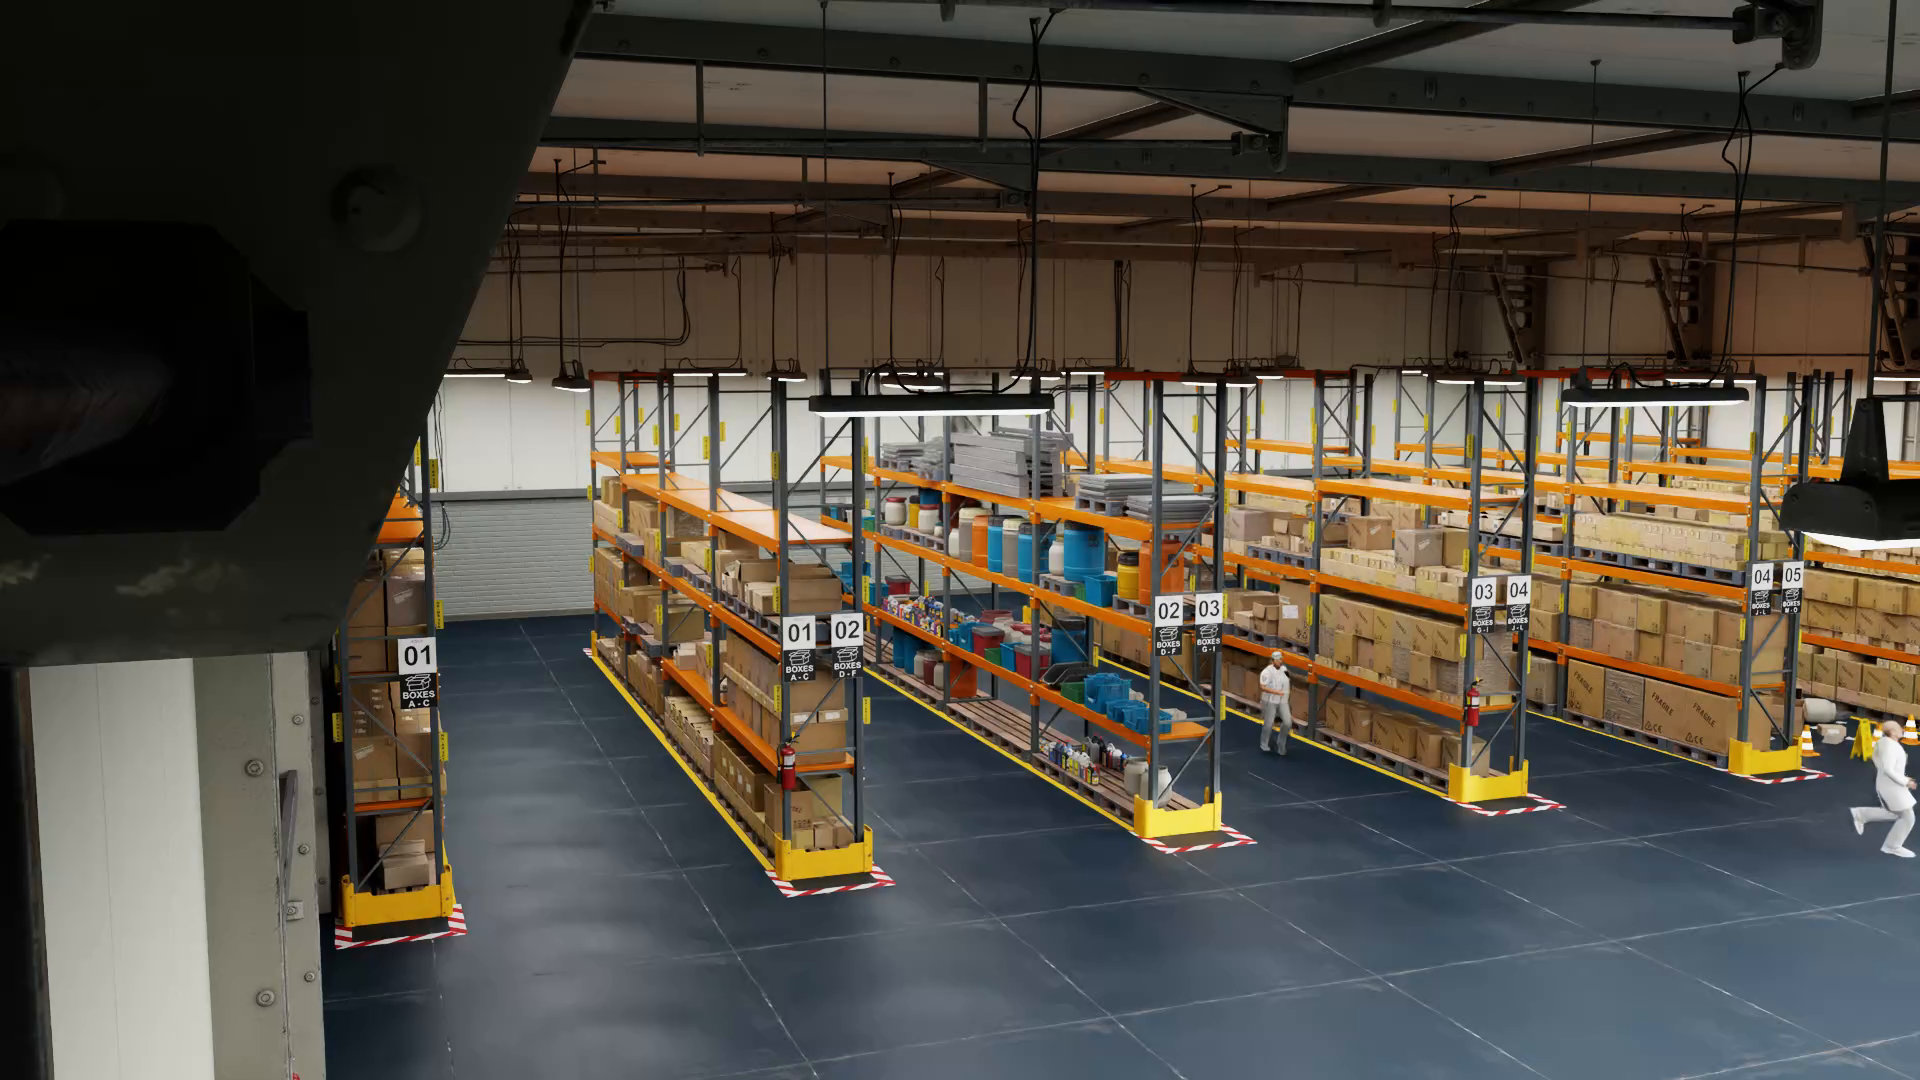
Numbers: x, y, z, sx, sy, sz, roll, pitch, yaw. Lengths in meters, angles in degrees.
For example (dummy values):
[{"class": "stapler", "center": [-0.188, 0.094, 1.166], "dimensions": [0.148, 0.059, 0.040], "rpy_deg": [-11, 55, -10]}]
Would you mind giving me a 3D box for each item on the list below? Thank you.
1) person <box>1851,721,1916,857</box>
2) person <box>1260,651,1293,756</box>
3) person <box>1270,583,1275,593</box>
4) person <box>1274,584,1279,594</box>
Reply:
[{"class": "person", "center": [11.748, 3.137, 21.099], "dimensions": [0.716, 1.723, 0.730], "rpy_deg": [2, 7, 16]}, {"class": "person", "center": [5.012, 2.598, 26.296], "dimensions": [0.619, 1.711, 0.691], "rpy_deg": [-2, 7, -18]}, {"class": "person", "center": [8.129, 0.779, 42.007], "dimensions": [0.780, 1.747, 0.663], "rpy_deg": [-3, 7, -28]}, {"class": "person", "center": [7.918, 0.890, 41.094], "dimensions": [0.888, 1.777, 0.680], "rpy_deg": [6, 9, 42]}]
